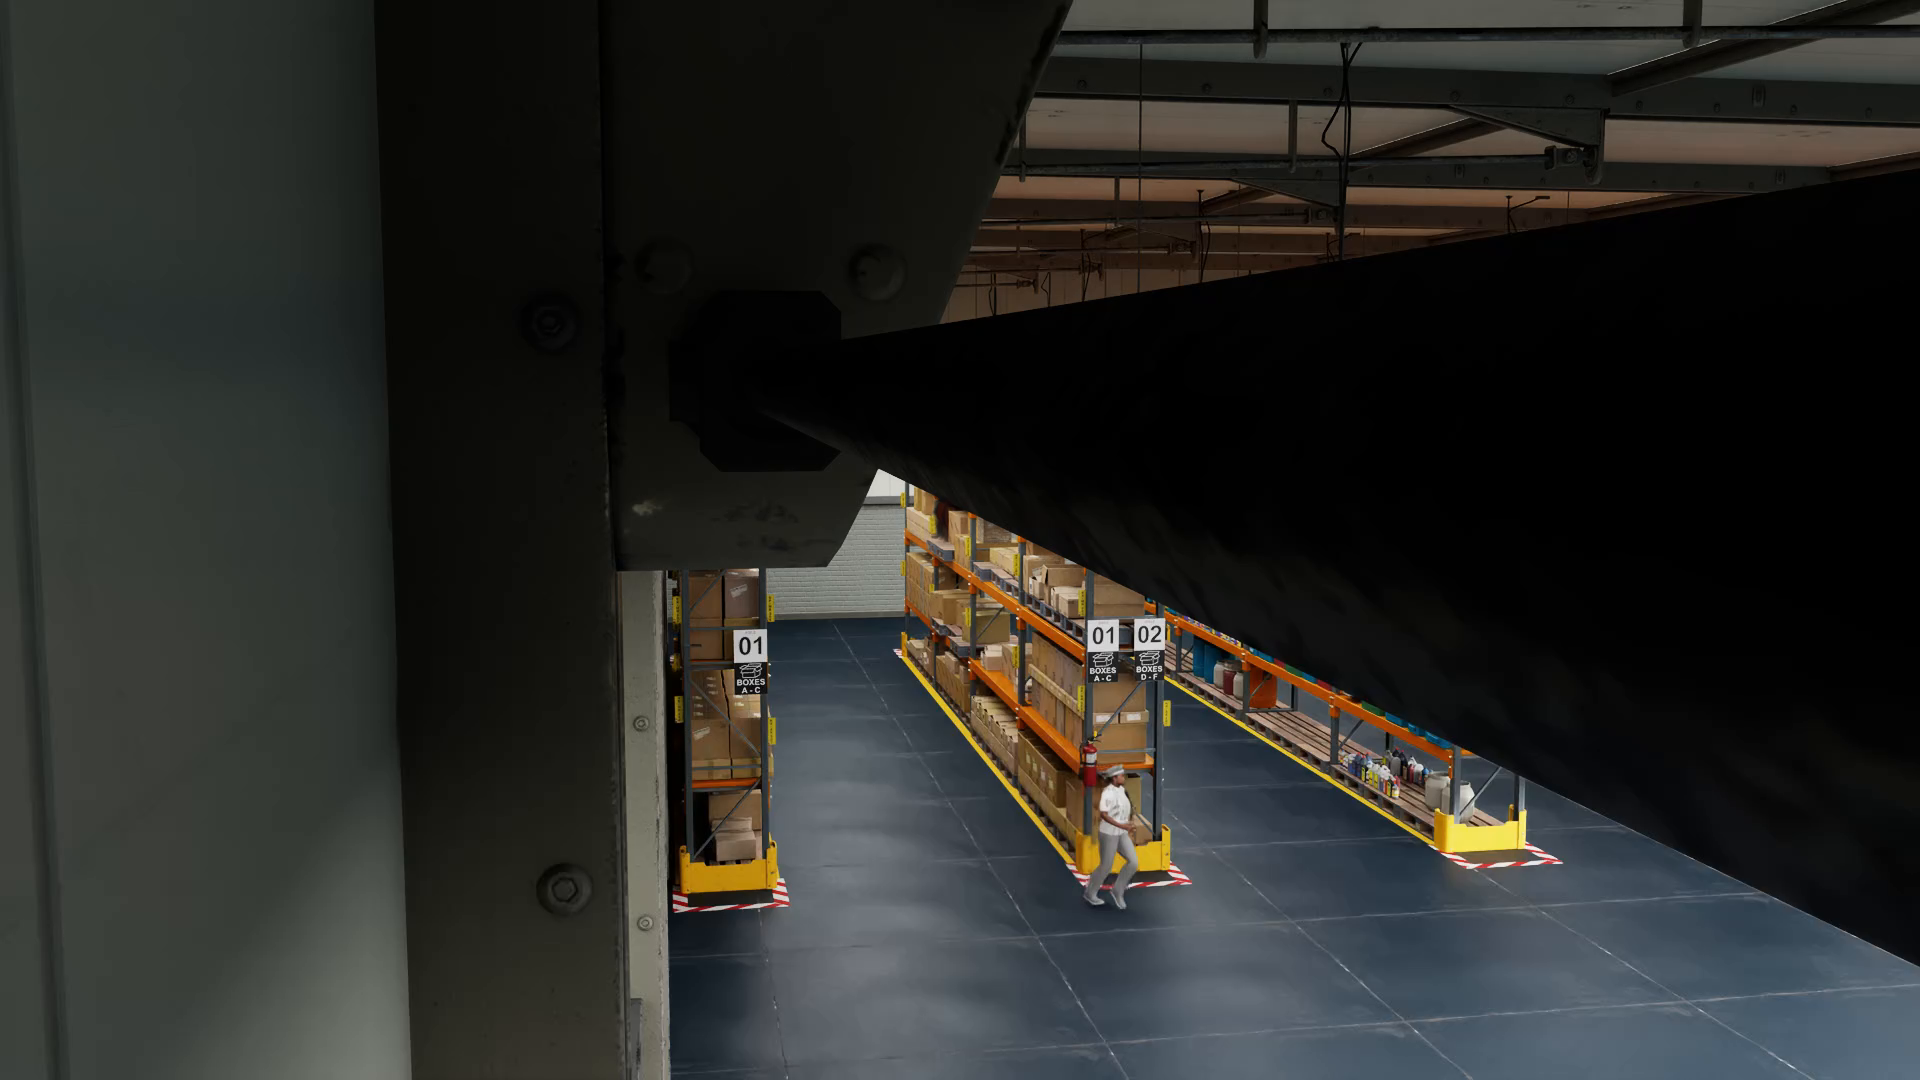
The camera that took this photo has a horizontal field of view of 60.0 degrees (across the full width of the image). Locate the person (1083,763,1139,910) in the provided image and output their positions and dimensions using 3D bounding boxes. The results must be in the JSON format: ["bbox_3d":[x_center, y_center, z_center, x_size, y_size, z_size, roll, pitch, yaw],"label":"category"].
[{"bbox_3d":[1.833,3.481,19.607,0.623,1.706,0.646,4,7,34],"label":"person"}]
